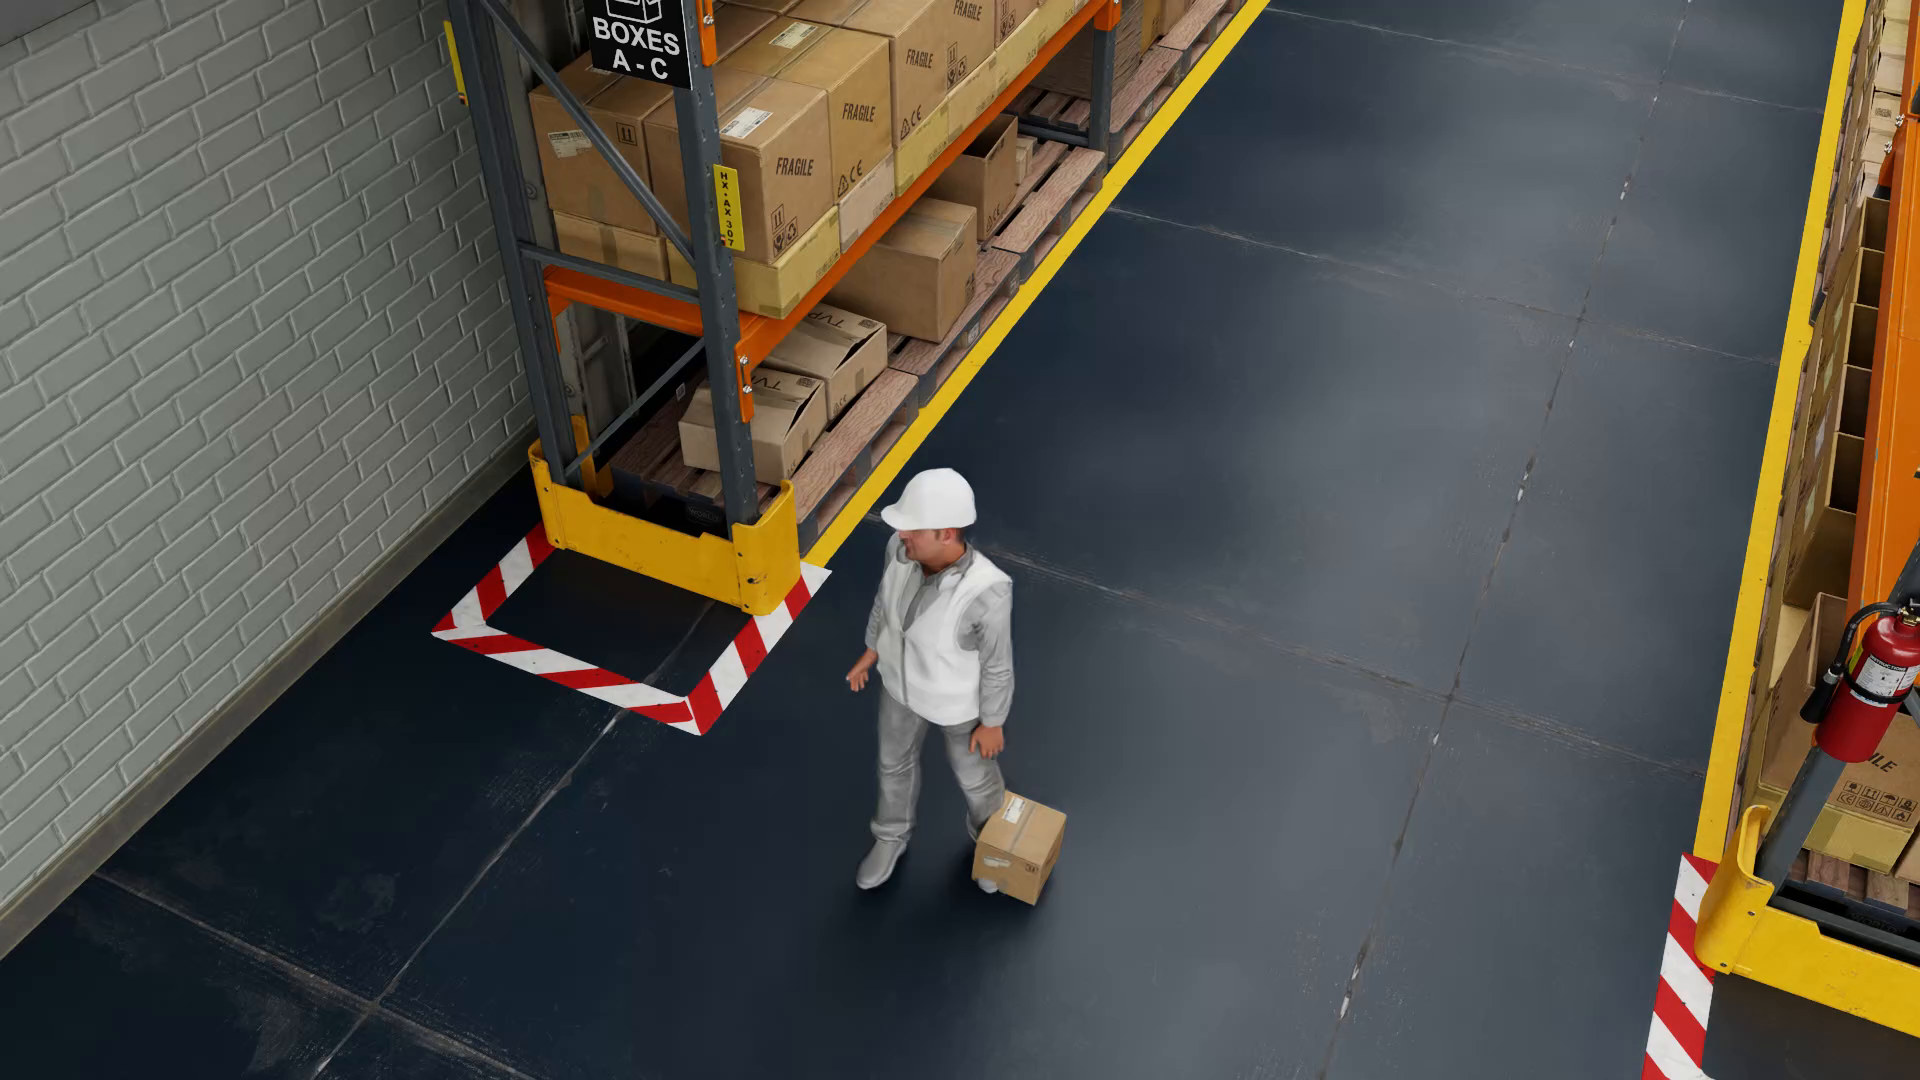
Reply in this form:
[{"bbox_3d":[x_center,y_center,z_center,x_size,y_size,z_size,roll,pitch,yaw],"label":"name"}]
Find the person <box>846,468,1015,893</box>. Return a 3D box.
[{"bbox_3d":[-0.114,0.516,5.527,0.614,1.773,0.555,28,49,28],"label":"person"}]
